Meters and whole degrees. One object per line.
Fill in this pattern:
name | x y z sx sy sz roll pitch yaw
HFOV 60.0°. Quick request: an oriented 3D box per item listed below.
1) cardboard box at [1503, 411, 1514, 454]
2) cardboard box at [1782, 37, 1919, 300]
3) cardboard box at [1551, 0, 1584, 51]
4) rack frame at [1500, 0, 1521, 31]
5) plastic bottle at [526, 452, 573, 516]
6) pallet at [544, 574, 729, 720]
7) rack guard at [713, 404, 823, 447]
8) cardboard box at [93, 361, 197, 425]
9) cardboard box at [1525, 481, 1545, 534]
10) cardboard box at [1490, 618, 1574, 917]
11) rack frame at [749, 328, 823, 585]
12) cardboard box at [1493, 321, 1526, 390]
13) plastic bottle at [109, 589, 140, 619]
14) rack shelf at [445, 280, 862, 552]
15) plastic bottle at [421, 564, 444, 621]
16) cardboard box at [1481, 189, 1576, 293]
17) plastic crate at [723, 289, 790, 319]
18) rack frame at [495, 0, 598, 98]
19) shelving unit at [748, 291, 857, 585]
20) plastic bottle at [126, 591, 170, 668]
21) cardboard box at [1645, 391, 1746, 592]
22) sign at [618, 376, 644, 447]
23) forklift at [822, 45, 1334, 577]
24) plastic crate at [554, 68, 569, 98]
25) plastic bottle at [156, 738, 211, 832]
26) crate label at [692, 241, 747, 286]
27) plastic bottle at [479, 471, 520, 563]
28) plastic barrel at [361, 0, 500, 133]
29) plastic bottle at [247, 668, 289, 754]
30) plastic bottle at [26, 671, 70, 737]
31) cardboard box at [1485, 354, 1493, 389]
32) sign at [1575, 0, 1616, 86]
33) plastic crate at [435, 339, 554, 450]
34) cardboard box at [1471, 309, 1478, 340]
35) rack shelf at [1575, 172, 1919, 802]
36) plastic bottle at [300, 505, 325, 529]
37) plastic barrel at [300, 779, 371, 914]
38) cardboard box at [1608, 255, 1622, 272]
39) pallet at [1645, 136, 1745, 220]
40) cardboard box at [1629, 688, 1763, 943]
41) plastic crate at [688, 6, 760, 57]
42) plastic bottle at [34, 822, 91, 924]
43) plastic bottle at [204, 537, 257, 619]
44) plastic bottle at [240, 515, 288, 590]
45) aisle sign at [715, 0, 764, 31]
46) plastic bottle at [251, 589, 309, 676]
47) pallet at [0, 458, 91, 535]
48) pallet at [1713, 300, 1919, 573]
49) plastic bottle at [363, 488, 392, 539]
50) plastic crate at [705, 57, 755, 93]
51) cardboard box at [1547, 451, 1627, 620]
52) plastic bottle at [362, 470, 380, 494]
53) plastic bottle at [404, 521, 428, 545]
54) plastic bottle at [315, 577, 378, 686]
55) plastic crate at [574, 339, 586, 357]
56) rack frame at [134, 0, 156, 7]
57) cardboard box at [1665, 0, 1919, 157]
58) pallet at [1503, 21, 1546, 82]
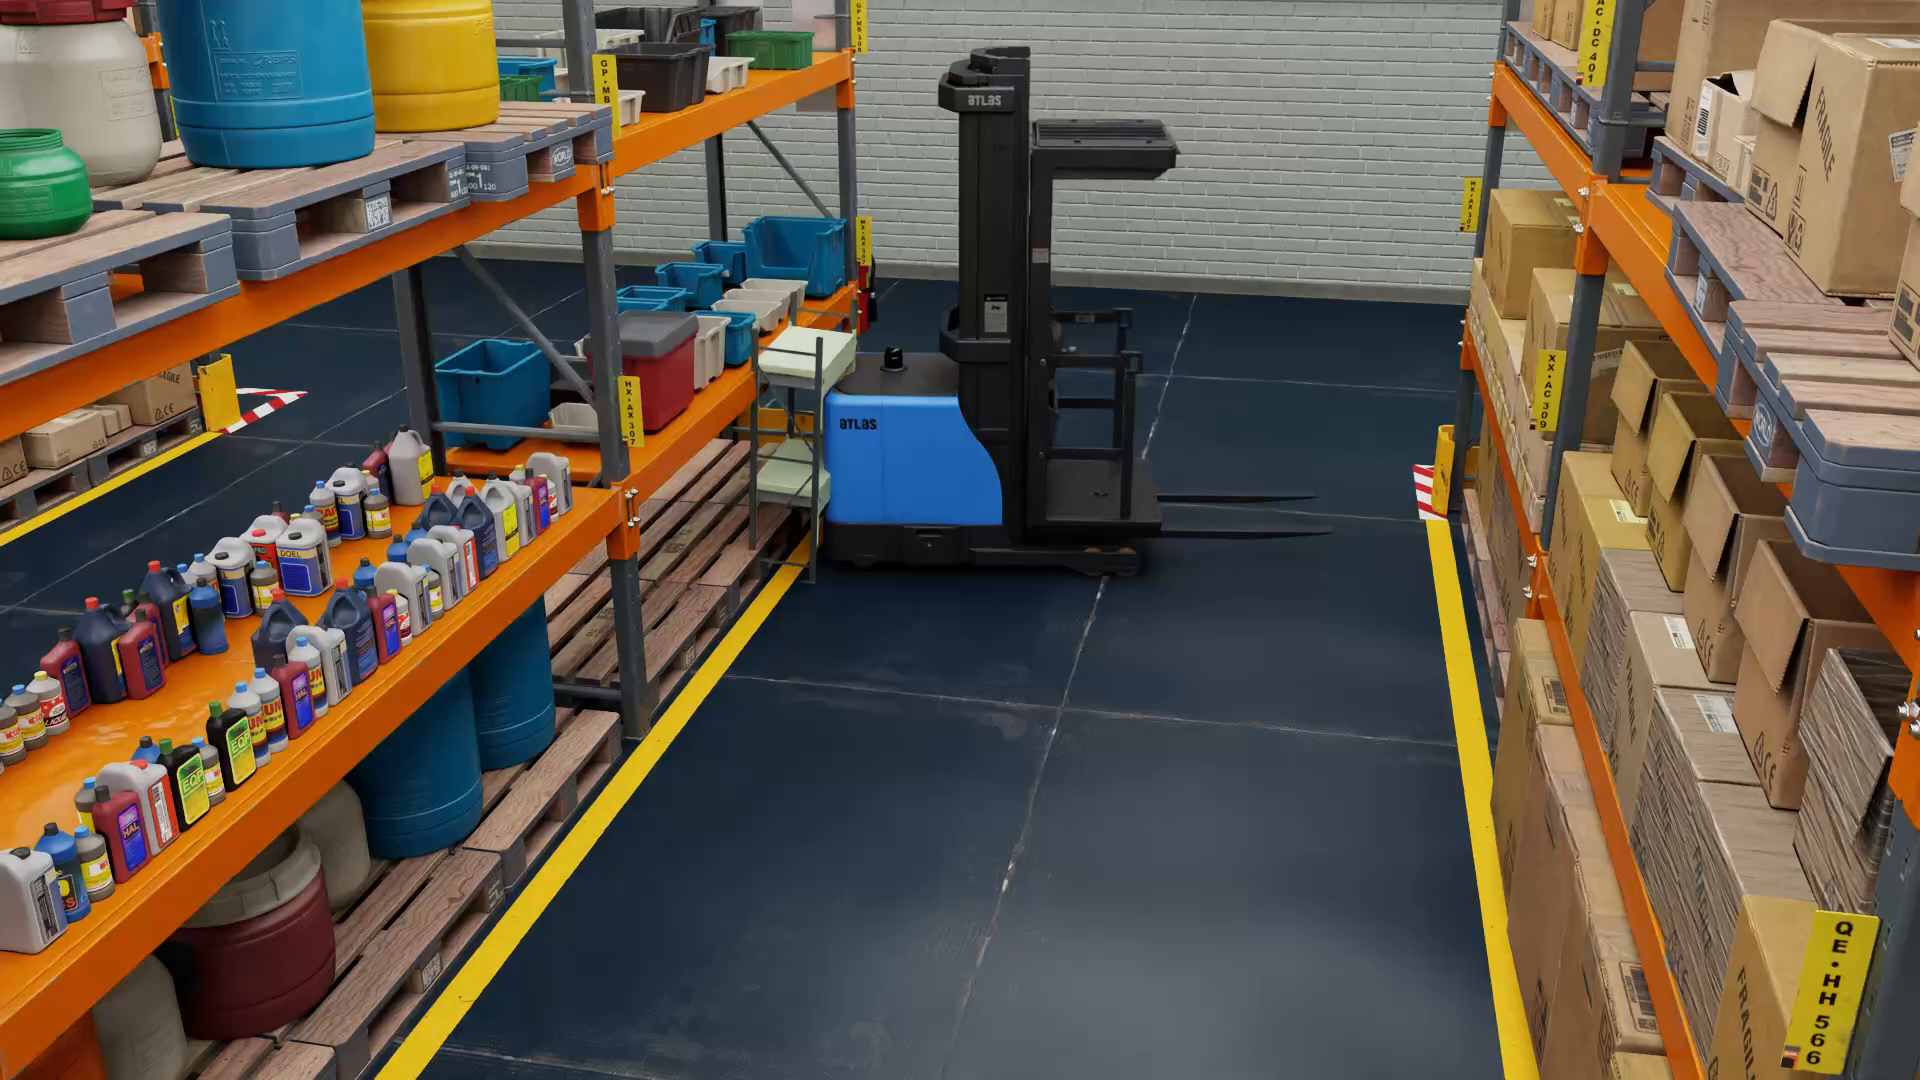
cardboard box | 2.802 -0.502 7.921 0.380 0.149 0.250 5 22 12
cardboard box | 2.179 -0.826 3.678 0.500 0.500 0.500 6 23 14
cardboard box | 3.322 -2.664 8.107 0.700 0.500 0.500 3 22 7
rack frame | 3.667 -4.351 9.112 1.000 3.000 0.127 4 22 11
plastic bottle | -1.762 -0.257 7.142 0.152 0.276 0.135 4 22 11
pallet | -1.886 0.539 8.734 1.003 0.211 1.213 4 22 11
rack guard | -1.190 -0.796 11.661 1.175 0.500 0.348 4 22 11
cardboard box | -5.900 -1.152 11.955 0.500 0.500 0.500 4 22 11
cardboard box | 2.592 -0.125 6.986 0.380 0.149 0.250 5 22 11
cardboard box | 2.740 0.921 6.334 1.225 0.875 0.875 5 22 11
rack frame | -0.989 -0.450 9.381 0.400 1.500 0.023 8 26 9
cardboard box | 2.998 -0.916 8.417 0.500 0.250 0.500 4 22 10
plastic bottle | -2.851 0.319 5.702 0.061 0.283 0.133 4 22 11
rack shelf | -1.590 -0.881 9.488 1.077 0.370 4.000 4 22 11
plastic bottle | -1.964 0.190 6.133 0.097 0.201 0.097 0 22 0
cardboard box | 3.203 -1.647 9.226 0.500 0.500 0.500 4 22 10
plastic crate | -1.244 -1.434 10.173 0.396 0.136 0.243 4 22 11
rack frame | -1.998 -3.266 6.417 1.000 3.000 0.127 4 22 11
shelving unit | -0.916 -0.600 9.707 0.431 1.500 0.755 8 26 9
plastic bottle | -2.792 0.324 5.691 0.061 0.283 0.133 4 22 11
cardboard box | 2.577 -0.133 5.192 0.797 0.503 0.637 5 22 12
sign | -1.460 -0.569 7.380 0.100 0.325 0.005 4 22 11
forklift | 0.719 -1.344 9.768 3.031 2.935 1.130 1 22 2
plastic crate | -2.111 -2.246 8.254 0.293 0.136 0.466 4 22 11
plastic bottle | -2.243 0.686 4.792 0.061 0.283 0.133 4 22 11
crate label | -1.554 -1.831 11.028 0.416 0.233 0.303 4 22 11
plastic bottle | -1.865 -0.099 6.650 0.144 0.351 0.185 4 22 11
plastic barrel | -1.986 -1.807 5.997 0.600 0.588 0.600 0 22 0
plastic bottle | -2.170 0.528 5.201 0.097 0.271 0.097 0 22 0
plastic bottle | -2.922 0.517 5.320 0.097 0.201 0.097 0 22 0
cardboard box | 3.012 -0.877 8.852 0.380 0.149 0.250 4 22 10
sign | 2.307 -1.815 6.032 0.100 0.325 0.005 4 22 11
plastic crate | -2.237 -0.700 8.018 0.392 0.384 0.575 4 22 11
cardboard box | 3.221 -1.253 9.786 0.380 0.149 0.250 4 22 10
rack shelf | 2.443 -0.432 4.358 1.077 0.370 4.000 4 22 11
plastic bottle | -2.610 -0.041 6.706 0.097 0.201 0.097 0 22 0
plastic barrel | -2.473 1.133 6.294 0.421 0.512 0.421 0 22 0
cardboard box | 3.825 -1.786 9.573 0.500 0.500 0.500 5 22 12
pallet | 2.712 -1.069 5.234 0.805 0.209 1.217 4 22 9
cardboard box | 2.103 0.740 4.368 0.500 0.500 0.500 4 22 9
plastic crate | -1.533 -3.157 10.337 0.497 0.269 0.590 4 22 11
plastic bottle | -2.359 0.866 4.361 0.097 0.271 0.097 0 22 0
plastic bottle | -2.702 0.138 6.161 0.152 0.276 0.135 4 22 11
plastic bottle | -2.654 0.053 6.372 0.152 0.276 0.135 4 22 11
aisle sign | -1.458 -3.201 10.806 0.394 0.787 0.004 4 22 11
plastic bottle | -2.266 0.341 5.557 0.144 0.351 0.185 4 22 11
pallet | -6.458 -0.267 10.734 1.003 0.211 1.213 4 22 11
pallet | 2.114 -0.186 3.038 1.213 0.211 1.003 6 23 13
plastic bottle | -2.414 -0.114 6.888 0.097 0.201 0.097 0 22 0
plastic crate | -1.360 -2.440 8.736 0.437 0.136 0.530 4 22 11
cardboard box | 2.512 -0.003 6.211 0.500 0.500 0.500 5 22 11
plastic bottle | -2.523 -0.197 7.093 0.097 0.201 0.097 0 22 0
plastic bottle | -2.065 0.061 6.360 0.097 0.271 0.097 0 22 0
plastic bottle | -2.090 0.304 5.650 0.144 0.351 0.185 4 22 11
plastic crate | -1.937 -1.048 9.214 0.293 0.136 0.466 4 22 11
rack frame | -6.030 -5.108 10.990 1.000 3.000 0.127 4 22 11
cardboard box | 2.742 -1.525 5.414 0.700 0.500 0.500 5 22 12
pallet | 3.526 -2.647 9.013 1.003 0.211 1.213 4 22 11
